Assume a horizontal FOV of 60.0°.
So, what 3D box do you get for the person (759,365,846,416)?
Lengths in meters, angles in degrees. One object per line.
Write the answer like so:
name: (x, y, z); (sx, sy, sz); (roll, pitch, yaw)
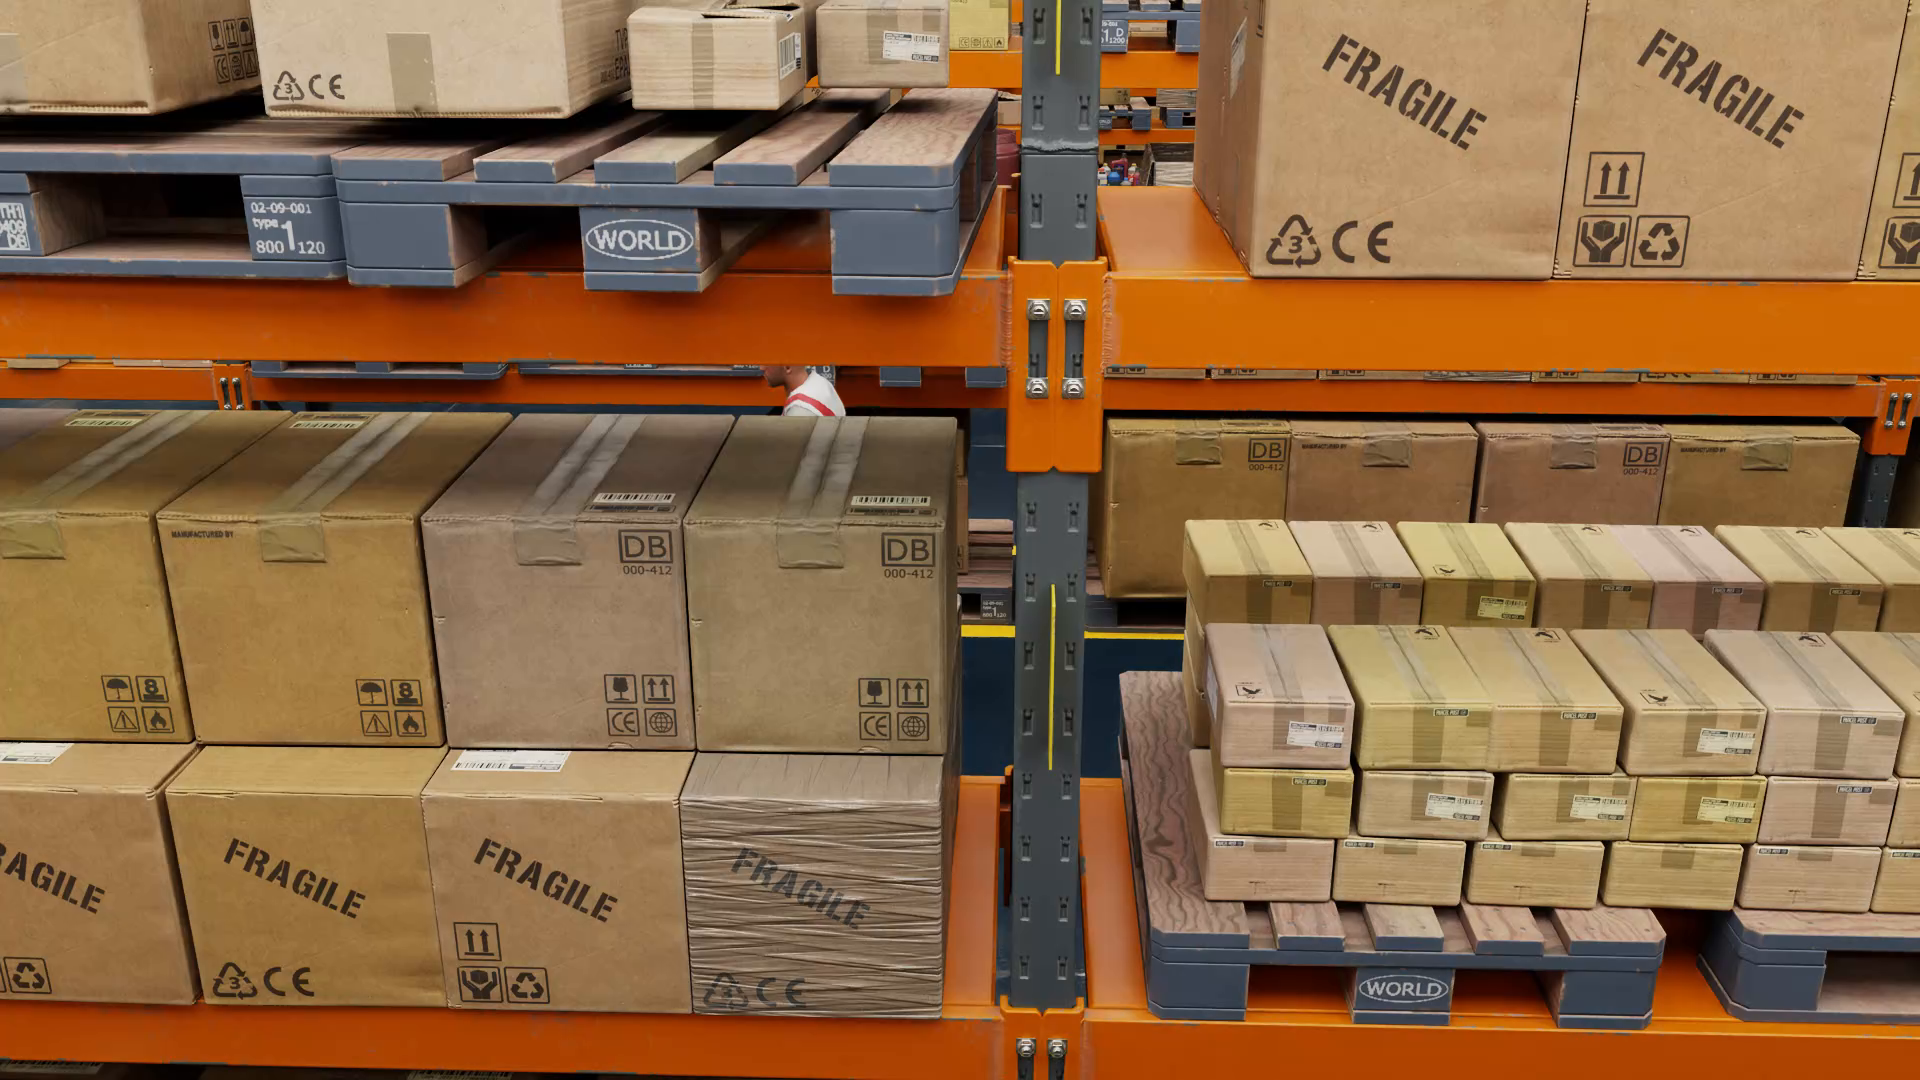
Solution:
person: (-0.678, -0.090, 7.296); (0.448, 1.780, 0.608); (1, 21, 2)
